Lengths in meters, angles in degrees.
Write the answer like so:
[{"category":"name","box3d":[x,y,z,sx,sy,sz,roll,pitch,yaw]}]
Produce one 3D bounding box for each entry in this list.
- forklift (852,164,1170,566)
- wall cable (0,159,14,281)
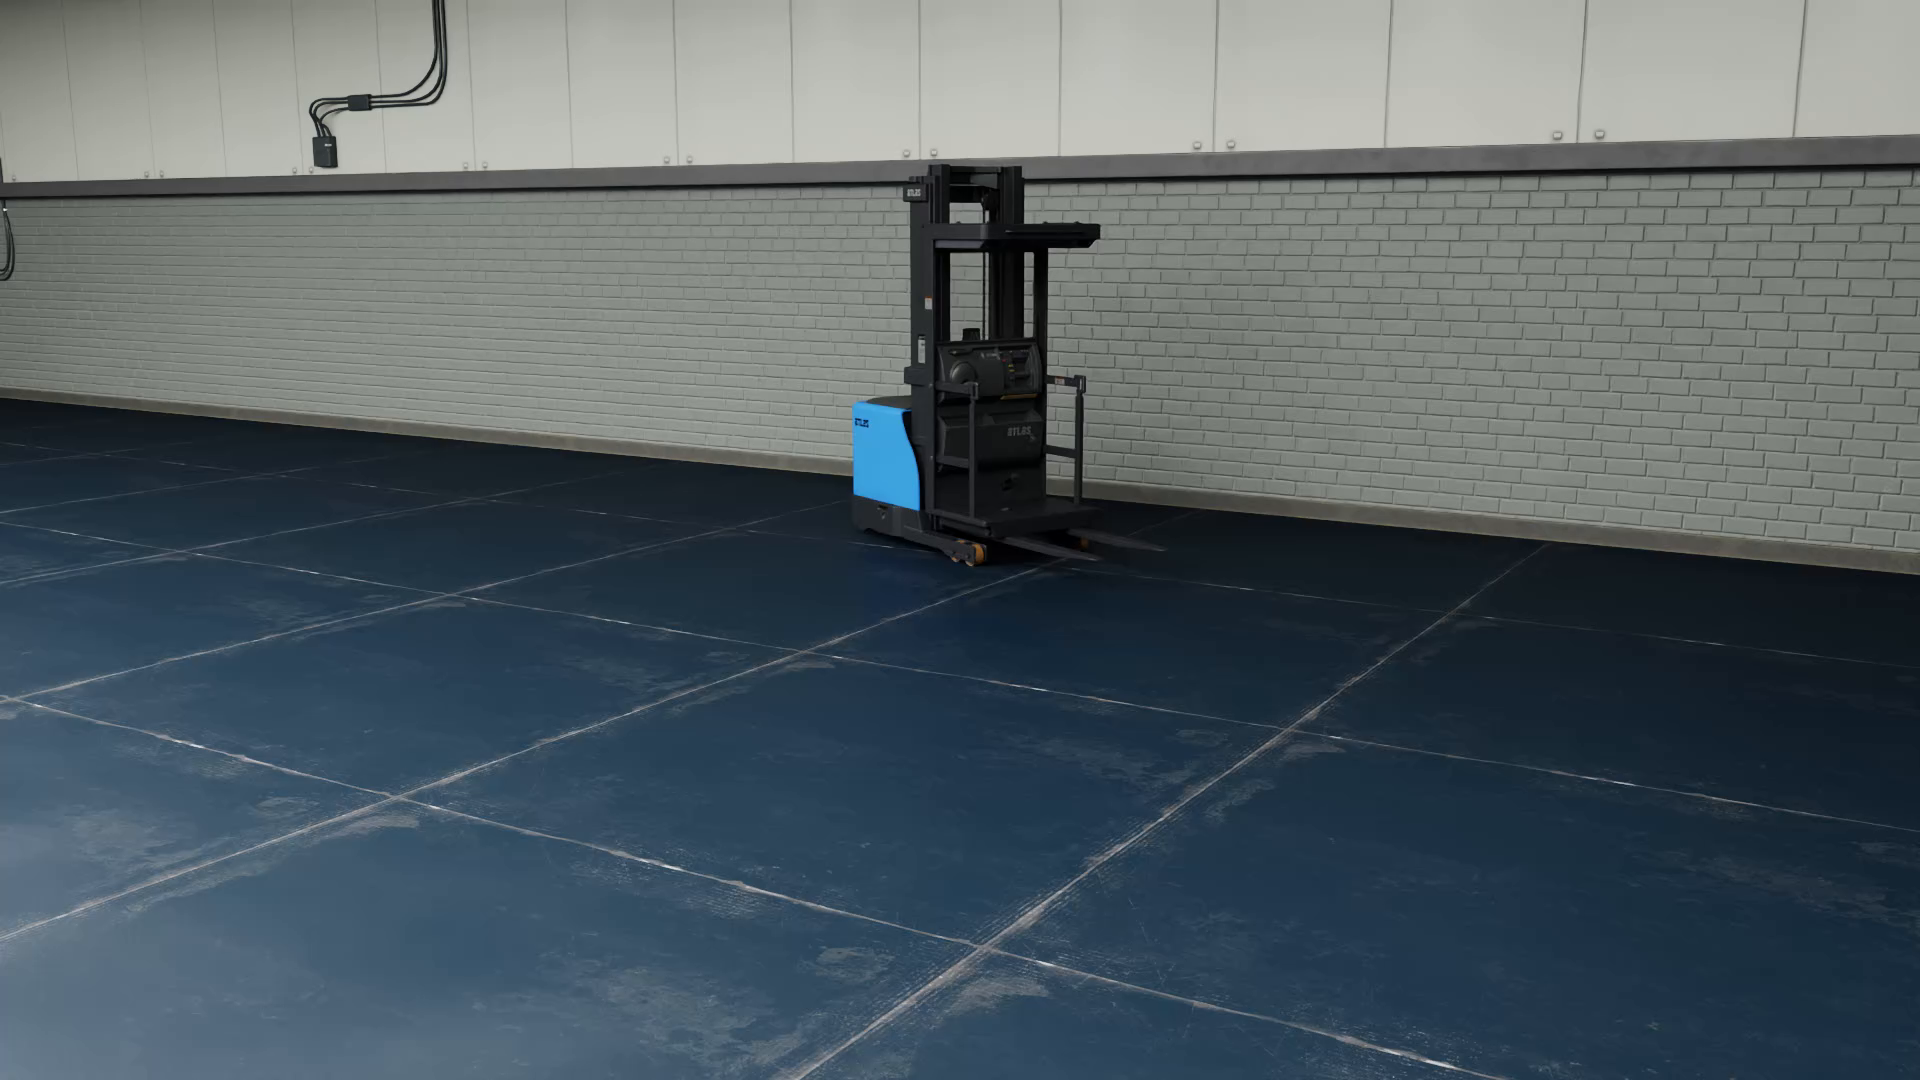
[{"category":"forklift","box3d":[0.356,-1.346,12.592,1.130,2.935,3.031,-7,13,-34]},{"category":"wall cable","box3d":[-14.930,-5.082,24.497,3.097,2.526,0.112,6,12,31]}]
